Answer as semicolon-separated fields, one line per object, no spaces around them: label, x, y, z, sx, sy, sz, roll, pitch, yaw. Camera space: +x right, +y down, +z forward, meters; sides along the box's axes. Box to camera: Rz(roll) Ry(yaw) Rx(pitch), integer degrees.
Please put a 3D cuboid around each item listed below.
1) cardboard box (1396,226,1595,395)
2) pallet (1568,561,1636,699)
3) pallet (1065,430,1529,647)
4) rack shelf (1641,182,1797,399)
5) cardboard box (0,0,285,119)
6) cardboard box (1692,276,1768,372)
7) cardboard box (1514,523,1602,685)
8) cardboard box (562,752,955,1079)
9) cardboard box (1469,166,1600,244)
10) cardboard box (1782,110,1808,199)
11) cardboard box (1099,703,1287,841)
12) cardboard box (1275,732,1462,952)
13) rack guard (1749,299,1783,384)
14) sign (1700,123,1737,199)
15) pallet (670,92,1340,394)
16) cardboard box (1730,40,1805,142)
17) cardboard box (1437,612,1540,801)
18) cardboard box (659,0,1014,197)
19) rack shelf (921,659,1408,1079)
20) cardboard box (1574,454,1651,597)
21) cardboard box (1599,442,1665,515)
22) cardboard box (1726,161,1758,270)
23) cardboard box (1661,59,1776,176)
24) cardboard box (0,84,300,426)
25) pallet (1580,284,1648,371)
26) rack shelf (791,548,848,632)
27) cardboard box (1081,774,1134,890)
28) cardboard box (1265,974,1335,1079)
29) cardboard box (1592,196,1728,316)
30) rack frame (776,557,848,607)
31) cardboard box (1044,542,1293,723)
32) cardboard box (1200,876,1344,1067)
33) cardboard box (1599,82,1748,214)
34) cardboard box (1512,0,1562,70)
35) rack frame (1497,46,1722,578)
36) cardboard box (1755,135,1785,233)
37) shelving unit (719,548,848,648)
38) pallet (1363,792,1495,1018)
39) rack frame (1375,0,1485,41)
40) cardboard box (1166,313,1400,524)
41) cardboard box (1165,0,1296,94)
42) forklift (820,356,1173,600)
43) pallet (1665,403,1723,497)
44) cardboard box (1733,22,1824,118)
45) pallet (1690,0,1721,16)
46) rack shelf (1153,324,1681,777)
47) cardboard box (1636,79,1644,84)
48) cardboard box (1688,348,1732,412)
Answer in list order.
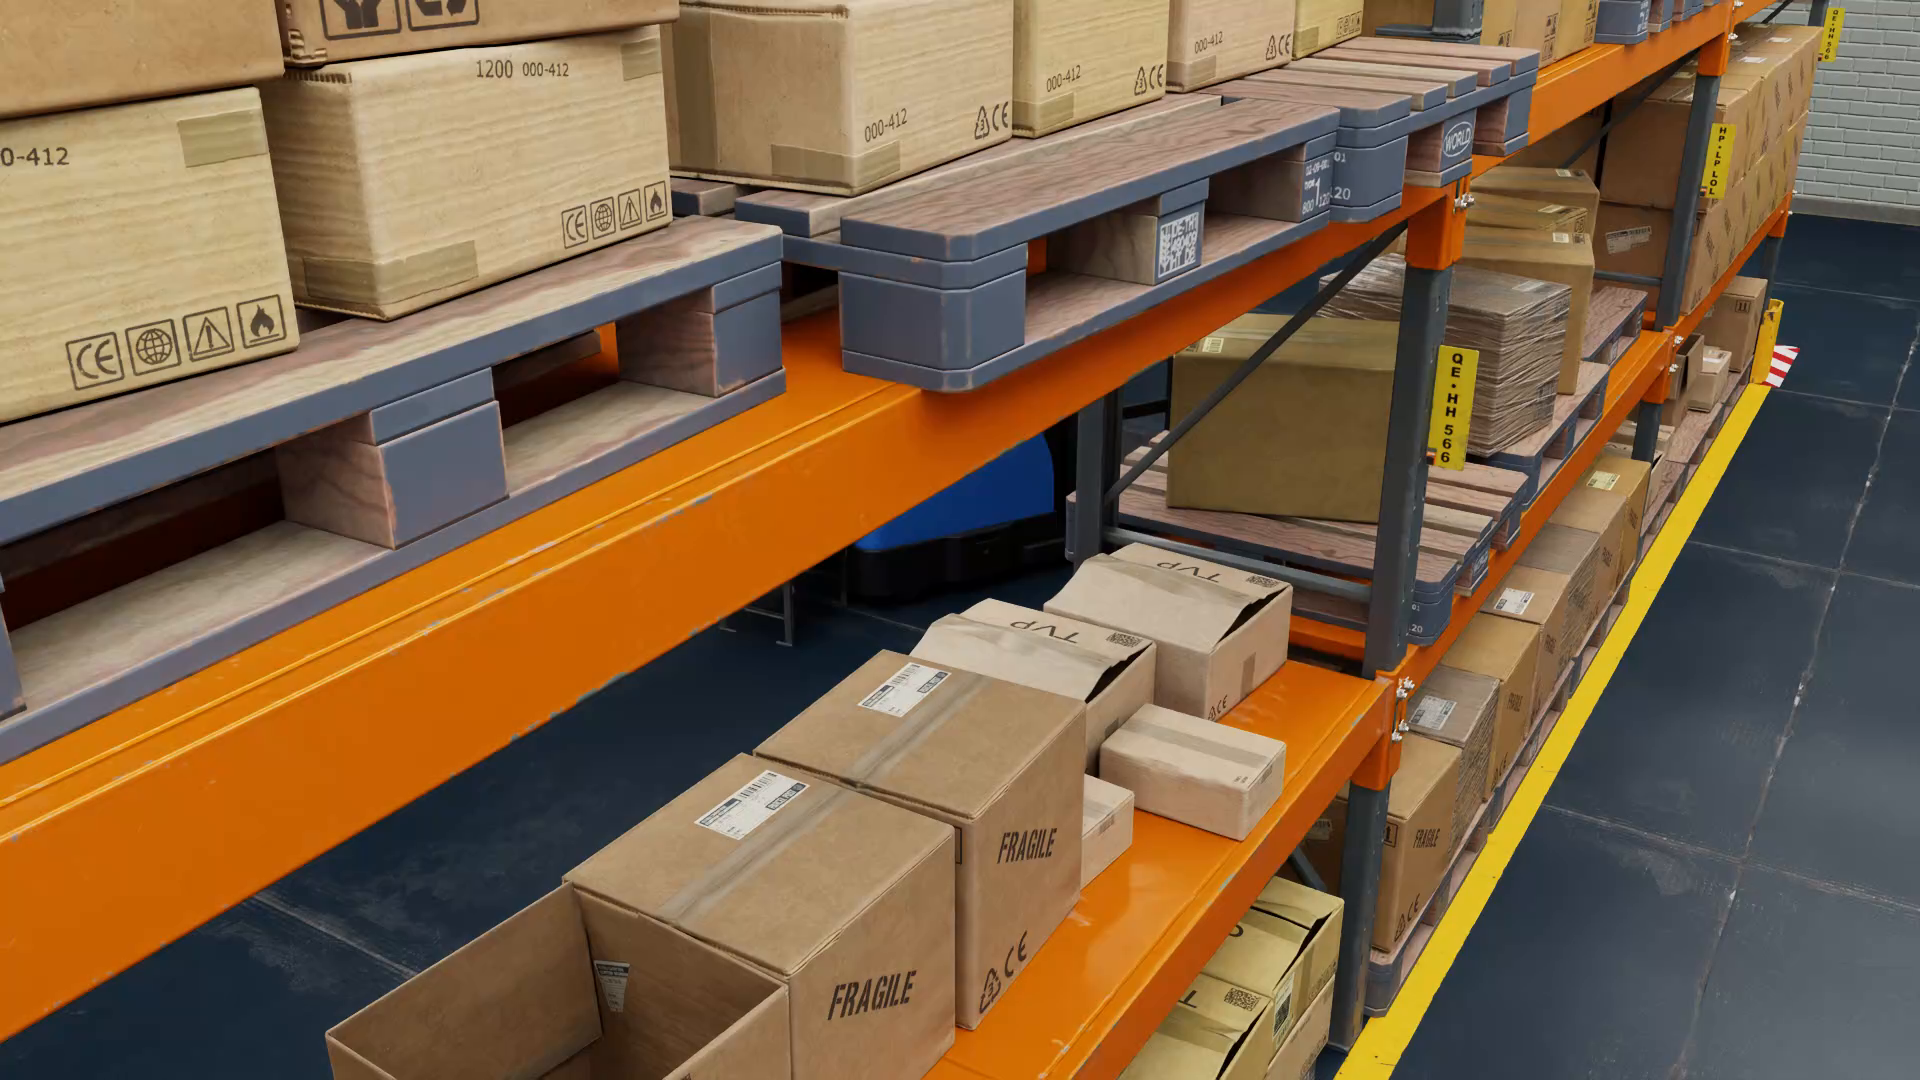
cardboard box;2.029;-0.902;6.404;0.700;0.500;0.500;7;24;16
pallet;2.512;0.289;7.817;1.003;0.211;1.213;14;27;29
pallet;1.096;-0.078;5.397;1.213;0.211;1.003;14;27;29
rack shelf;3.964;-1.618;9.617;1.077;0.370;4.000;14;27;29
cardboard box;-0.953;-0.617;1.341;0.500;0.500;0.500;14;27;30
cardboard box;4.941;-1.443;10.900;0.500;0.500;0.500;14;27;29
cardboard box;2.359;0.233;7.029;0.500;0.500;0.500;14;27;30
cardboard box;-0.350;0.779;3.050;0.500;0.500;0.500;14;27;29
cardboard box;2.469;-1.399;7.551;0.700;0.500;0.500;5;24;11
cardboard box;5.013;-2.461;10.533;0.500;0.500;0.500;15;27;31
cardboard box;0.559;0.554;4.011;0.380;0.149;0.250;14;27;29
cardboard box;1.281;0.928;5.422;0.500;0.500;0.500;15;28;31
rack guard;4.978;-1.450;11.471;1.175;0.500;0.348;14;27;29
sign;3.382;-1.689;7.419;0.100;0.325;0.005;14;27;29
pallet;-0.071;-0.587;2.792;1.003;0.211;1.213;15;28;31
cardboard box;4.482;-2.573;9.534;0.500;0.500;0.500;15;27;30
cardboard box;1.822;0.582;6.222;0.500;0.500;0.500;13;27;28
cardboard box;-0.251;-0.706;2.489;0.500;0.250;0.500;11;26;25
rack shelf;-0.256;1.082;3.380;1.077;0.370;4.000;14;27;29
cardboard box;2.892;-0.101;7.801;0.500;0.500;0.500;14;27;29
cardboard box;3.314;-0.337;8.584;0.500;0.311;0.500;14;27;29
cardboard box;3.942;-1.776;8.950;0.500;0.500;0.500;14;27;29
cardboard box;3.939;-2.225;8.731;0.500;0.500;0.500;13;27;27
cardboard box;-0.978;-0.279;1.504;0.500;0.250;0.500;17;29;34
pallet;2.394;-0.938;7.383;1.003;0.211;1.213;14;27;29
rack shelf;-0.832;0.061;7.760;0.431;0.518;0.480;12;26;24
cardboard box;0.174;0.635;3.825;0.380;0.149;0.250;16;28;33
cardboard box;0.728;1.375;4.731;0.500;0.250;0.500;15;27;30
cardboard box;3.409;-1.434;8.161;0.500;0.500;0.500;15;27;30
rack frame;-0.718;-0.680;7.674;0.400;2.100;0.015;12;26;24
cardboard box;0.570;0.232;4.552;0.500;0.311;0.500;16;28;32
cardboard box;0.731;1.117;4.620;0.500;0.311;0.500;15;27;30
cardboard box;3.396;-1.878;7.928;0.500;0.500;0.500;15;27;30
cardboard box;1.269;-1.672;4.935;0.910;0.500;0.500;14;27;29
rack frame;2.909;-1.273;7.915;1.000;3.000;0.127;14;27;29
cardboard box;4.475;-2.118;9.740;0.500;0.500;0.500;14;27;29
shelving unit;-0.829;-0.593;7.475;0.431;2.100;0.503;12;26;24
pallet;1.225;1.113;5.914;1.003;0.211;1.213;14;27;29
rack frame;0.799;-2.676;3.605;1.000;3.000;0.127;14;27;29
cardboard box;1.035;-0.398;5.239;0.700;0.500;0.500;5;24;11
cardboard box;0.346;-1.078;3.348;0.500;0.250;0.500;15;27;30
forklift;0.607;-1.468;8.453;3.031;2.935;1.130;-13;27;-27
pallet;3.914;-0.638;9.959;1.003;0.211;1.213;14;27;29
cardboard box;5.017;-2.920;10.335;0.500;0.500;0.500;14;27;29
pallet;2.505;-2.358;6.882;1.213;0.211;1.003;14;27;29
rack shelf;1.854;-0.268;6.499;1.077;0.370;4.000;14;27;29
cardboard box;3.223;-2.176;8.617;0.500;0.500;0.500;13;27;28
cardboard box;4.414;-1.014;10.223;0.500;0.250;0.500;14;27;29
